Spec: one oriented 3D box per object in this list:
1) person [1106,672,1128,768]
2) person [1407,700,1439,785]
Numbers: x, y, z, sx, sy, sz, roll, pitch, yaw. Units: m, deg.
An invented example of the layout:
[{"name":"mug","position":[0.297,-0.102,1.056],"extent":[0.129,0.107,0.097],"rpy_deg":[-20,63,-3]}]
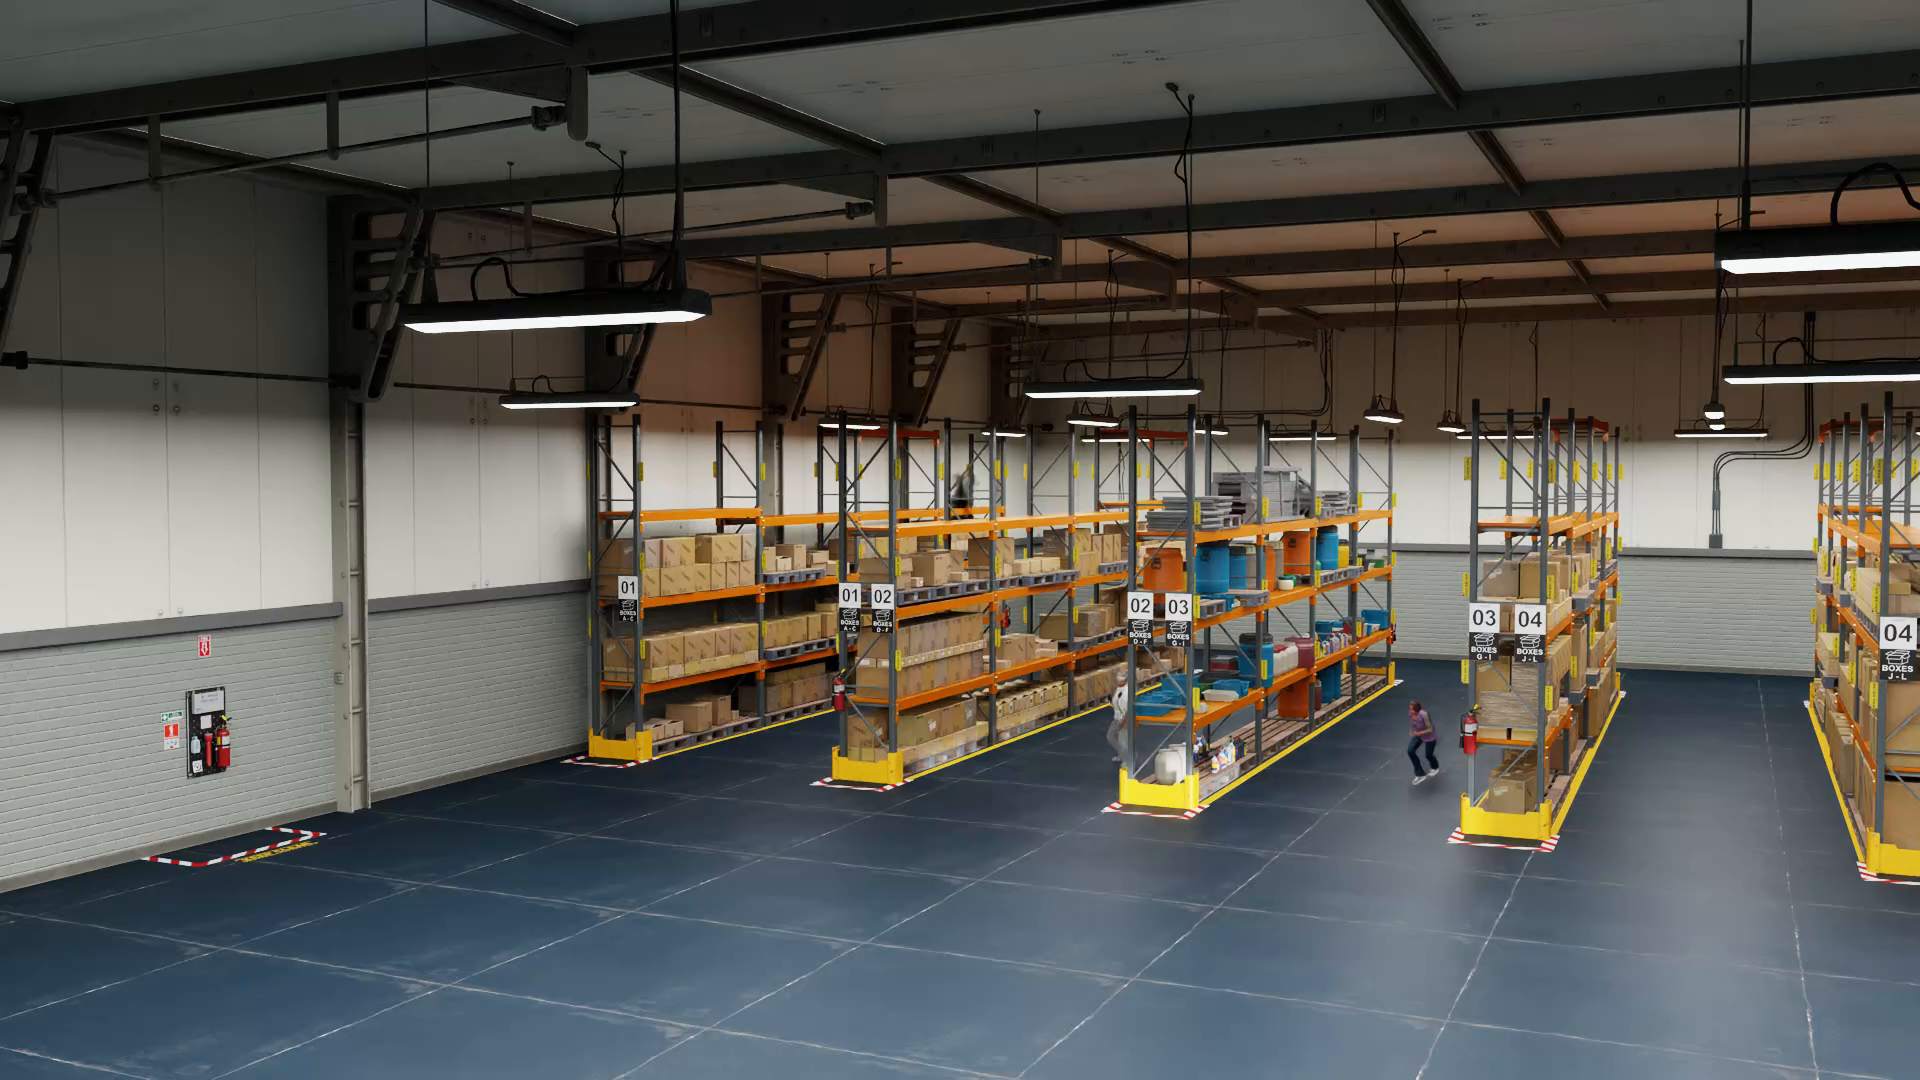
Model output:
[{"name":"person","position":[2.739,3.049,28.115],"extent":[0.452,1.678,0.701],"rpy_deg":[-1,3,-23]},{"name":"person","position":[7.500,3.246,26.745],"extent":[1.046,1.326,0.527],"rpy_deg":[-2,3,-44]}]
